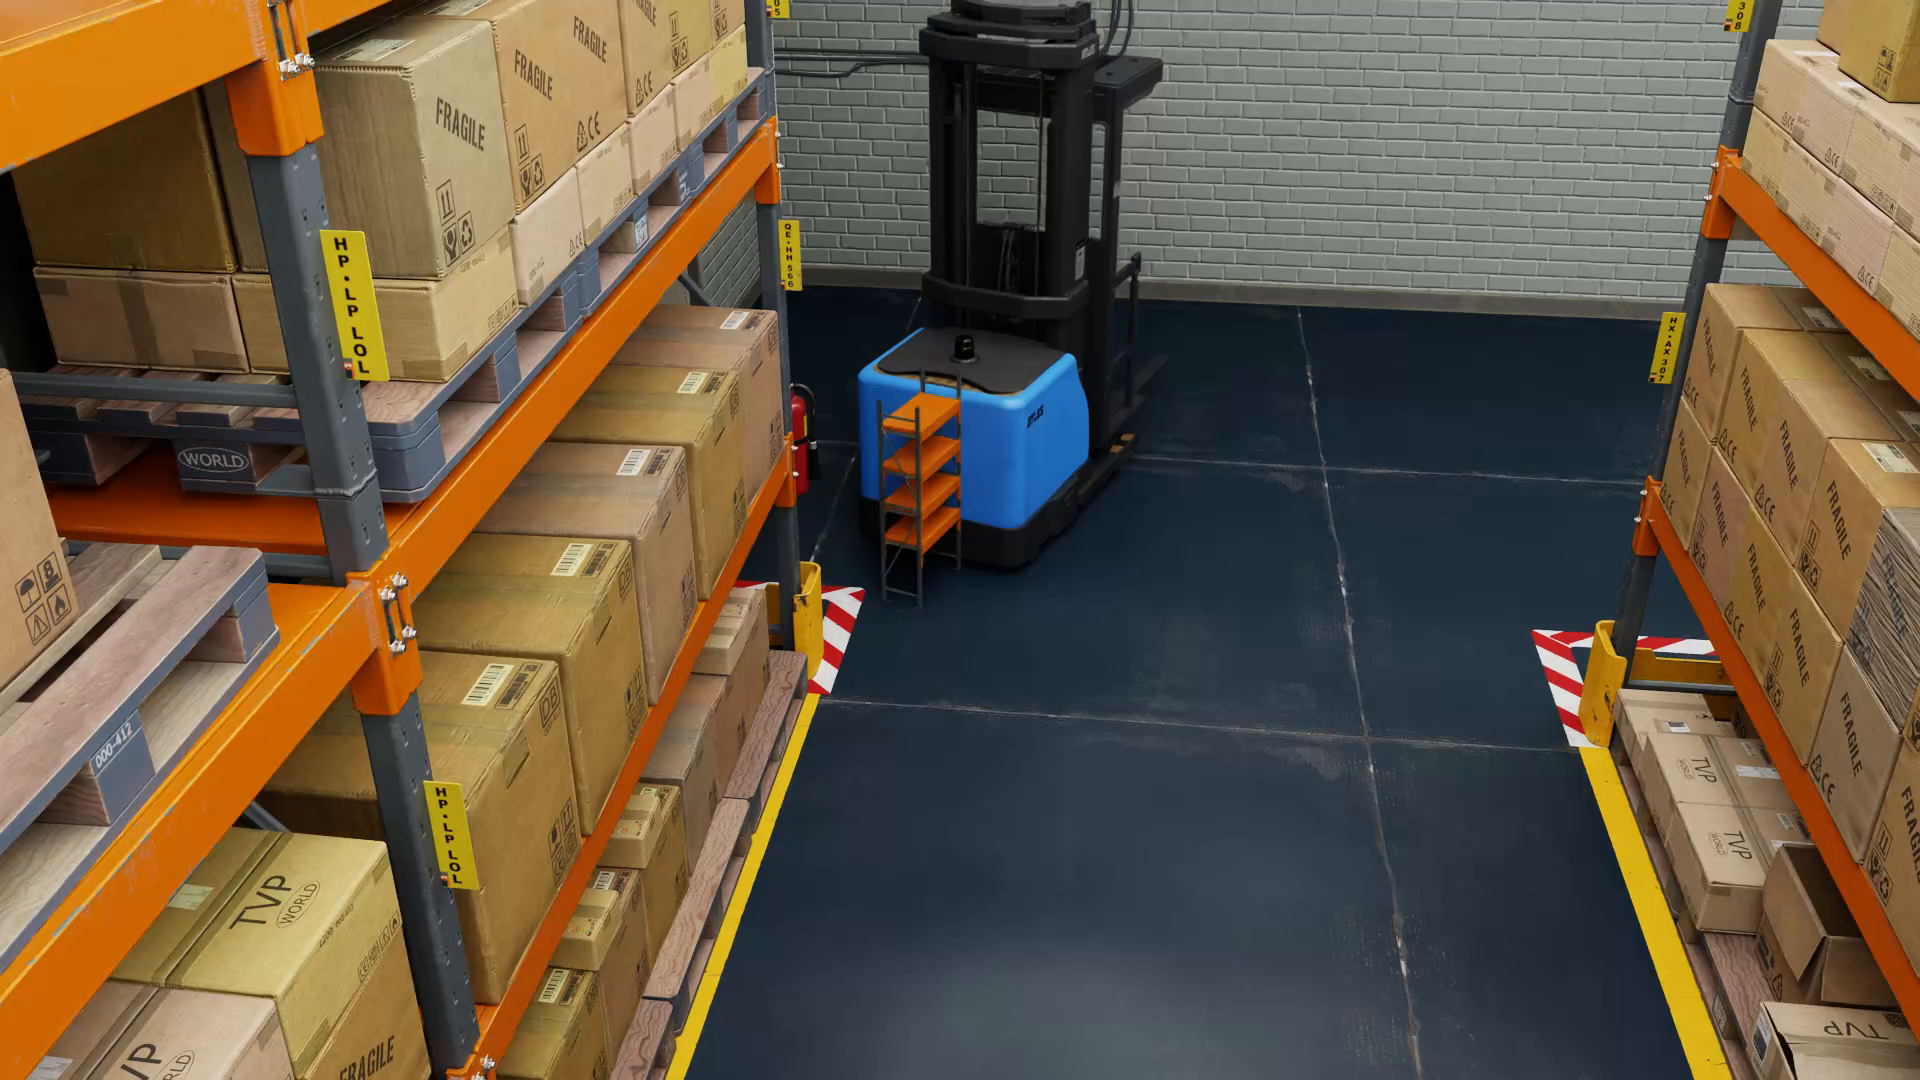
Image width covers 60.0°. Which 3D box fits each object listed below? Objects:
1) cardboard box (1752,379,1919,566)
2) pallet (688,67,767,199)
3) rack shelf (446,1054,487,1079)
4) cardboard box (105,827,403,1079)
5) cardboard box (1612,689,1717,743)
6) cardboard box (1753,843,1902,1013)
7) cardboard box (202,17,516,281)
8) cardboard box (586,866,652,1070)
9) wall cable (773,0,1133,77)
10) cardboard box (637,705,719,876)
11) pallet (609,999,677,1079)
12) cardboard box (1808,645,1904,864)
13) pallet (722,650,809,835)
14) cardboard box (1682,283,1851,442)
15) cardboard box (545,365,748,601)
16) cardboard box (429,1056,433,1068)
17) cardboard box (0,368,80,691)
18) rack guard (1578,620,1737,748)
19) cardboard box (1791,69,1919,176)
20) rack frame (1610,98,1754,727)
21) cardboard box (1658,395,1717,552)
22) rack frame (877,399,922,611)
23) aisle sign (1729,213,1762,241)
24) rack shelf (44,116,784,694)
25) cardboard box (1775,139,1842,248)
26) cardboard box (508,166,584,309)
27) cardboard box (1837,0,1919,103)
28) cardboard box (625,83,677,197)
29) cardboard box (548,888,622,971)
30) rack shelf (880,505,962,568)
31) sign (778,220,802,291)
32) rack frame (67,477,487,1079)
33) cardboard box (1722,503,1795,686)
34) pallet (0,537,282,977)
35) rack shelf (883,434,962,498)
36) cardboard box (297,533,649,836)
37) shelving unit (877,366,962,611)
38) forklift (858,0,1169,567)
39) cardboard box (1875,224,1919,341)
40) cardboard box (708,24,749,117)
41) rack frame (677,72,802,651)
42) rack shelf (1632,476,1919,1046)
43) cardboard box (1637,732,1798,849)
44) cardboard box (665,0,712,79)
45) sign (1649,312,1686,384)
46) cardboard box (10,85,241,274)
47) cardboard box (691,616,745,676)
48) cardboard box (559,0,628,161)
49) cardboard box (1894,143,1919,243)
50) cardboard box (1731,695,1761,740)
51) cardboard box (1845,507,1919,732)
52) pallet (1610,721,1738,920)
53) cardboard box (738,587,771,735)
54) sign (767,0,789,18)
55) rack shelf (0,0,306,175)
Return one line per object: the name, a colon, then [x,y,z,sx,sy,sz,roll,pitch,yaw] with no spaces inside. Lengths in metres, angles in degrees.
cardboard box: [3.173,-0.228,5.851,0.500,0.500,0.500,4,29,7]
pallet: [-1.386,-1.637,6.557,1.003,0.211,1.213,3,28,6]
rack shelf: [-2.040,2.436,2.825,1.077,0.370,4.000,3,28,6]
cardboard box: [-1.599,0.898,3.689,0.500,0.250,0.500,4,29,7]
cardboard box: [3.219,0.819,7.609,0.380,0.149,0.250,3,28,6]
cardboard box: [3.347,1.484,6.001,0.797,0.503,0.637,3,28,6]
cardboard box: [-1.430,-0.955,4.017,0.500,0.500,0.500,3,28,6]
cardboard box: [-1.537,1.511,5.976,0.700,0.500,0.500,3,28,6]
wall cable: [-0.257,-4.621,12.114,3.097,2.526,0.112,3,28,6]
cardboard box: [-1.414,1.018,6.891,0.700,0.500,0.500,2,28,5]
pallet: [-1.624,2.052,5.719,1.003,0.211,1.213,3,28,6]
cardboard box: [3.051,0.685,5.211,0.500,0.500,0.500,4,29,7]
pallet: [-1.325,0.903,7.851,1.003,0.211,1.213,3,28,6]
cardboard box: [3.296,-0.710,6.746,0.500,0.500,0.500,4,29,8]
cardboard box: [-1.436,-0.254,6.742,0.980,0.700,0.700,3,28,6]
cardboard box: [-1.817,1.518,5.278,0.380,0.149,0.250,3,28,6]
cardboard box: [-2.012,0.027,2.805,0.700,0.500,0.500,2,28,3]
rack guard: [3.602,0.717,7.892,1.175,0.500,0.348,3,28,6]
cardboard box: [3.222,-1.432,5.714,0.500,0.250,0.500,3,28,6]
rack frame: [3.612,-0.419,7.366,1.000,3.000,0.127,3,28,6]
cardboard box: [3.296,-0.270,6.983,0.500,0.500,0.500,4,29,7]
rack frame: [-0.316,-0.172,8.803,0.240,1.200,0.015,13,31,22]
aisle sign: [3.329,-1.613,6.840,0.394,0.787,0.004,3,28,6]
rack shelf: [-1.550,-0.768,5.608,1.077,0.370,4.000,3,28,6]
cardboard box: [3.222,-1.212,5.833,0.500,0.250,0.500,3,28,6]
cardboard box: [-1.372,-0.855,4.622,0.500,0.250,0.500,3,28,5]
cardboard box: [3.420,-1.751,5.515,0.700,0.500,0.500,3,28,6]
cardboard box: [-1.253,-1.338,5.519,0.500,0.250,0.500,3,28,5]
cardboard box: [-1.379,1.311,5.663,0.380,0.149,0.250,4,29,8]
rack shelf: [-0.210,-0.042,9.123,0.258,0.148,0.480,13,31,22]
sign: [-0.768,-1.281,7.495,0.100,0.325,0.005,3,28,6]
rack frame: [-1.795,1.177,4.402,1.000,3.000,0.127,3,28,6]
cardboard box: [3.173,0.209,6.093,0.500,0.500,0.500,3,28,6]
pallet: [-1.859,0.376,2.929,0.805,0.209,1.217,2,28,4]
rack shelf: [-0.210,-0.413,8.923,0.258,0.148,0.480,13,31,22]
cardboard box: [-1.618,0.448,5.440,0.980,0.700,0.700,3,28,5]
shelving unit: [-0.210,-0.276,8.997,0.258,1.200,0.503,13,31,22]
forklift: [0.509,-1.811,10.021,1.130,2.935,3.031,13,31,22]
cardboard box: [3.108,-0.741,4.958,0.500,0.250,0.500,3,28,6]
cardboard box: [-1.131,-1.829,6.429,0.500,0.250,0.500,4,29,8]
rack frame: [-1.305,-0.705,7.897,1.000,3.000,0.127,3,28,6]
rack shelf: [3.367,0.839,5.789,1.077,0.370,4.000,3,28,6]
cardboard box: [3.202,1.072,7.032,0.500,0.250,0.500,3,28,6]
cardboard box: [-1.196,-1.924,5.815,0.500,0.500,0.500,4,29,8]
sign: [3.073,-0.832,7.219,0.100,0.325,0.005,3,28,6]
cardboard box: [-1.941,-0.978,4.060,0.500,0.500,0.500,3,28,6]
cardboard box: [-1.157,0.451,7.259,0.380,0.149,0.250,4,29,8]
cardboard box: [-1.318,-1.431,4.899,0.500,0.500,0.500,4,29,7]
cardboard box: [3.102,-0.961,4.840,0.500,0.250,0.500,3,28,6]
cardboard box: [3.790,0.758,7.353,0.500,0.500,0.500,3,28,6]
cardboard box: [3.049,0.248,4.968,0.500,0.500,0.500,4,29,7]
pallet: [3.506,1.220,7.264,1.003,0.211,1.213,3,28,6]
cardboard box: [-1.292,0.545,7.768,0.700,0.500,0.500,3,28,6]
sign: [-0.768,-2.343,6.923,0.100,0.325,0.005,3,28,6]
rack shelf: [-2.040,-0.029,1.497,1.077,0.370,4.000,3,28,6]
